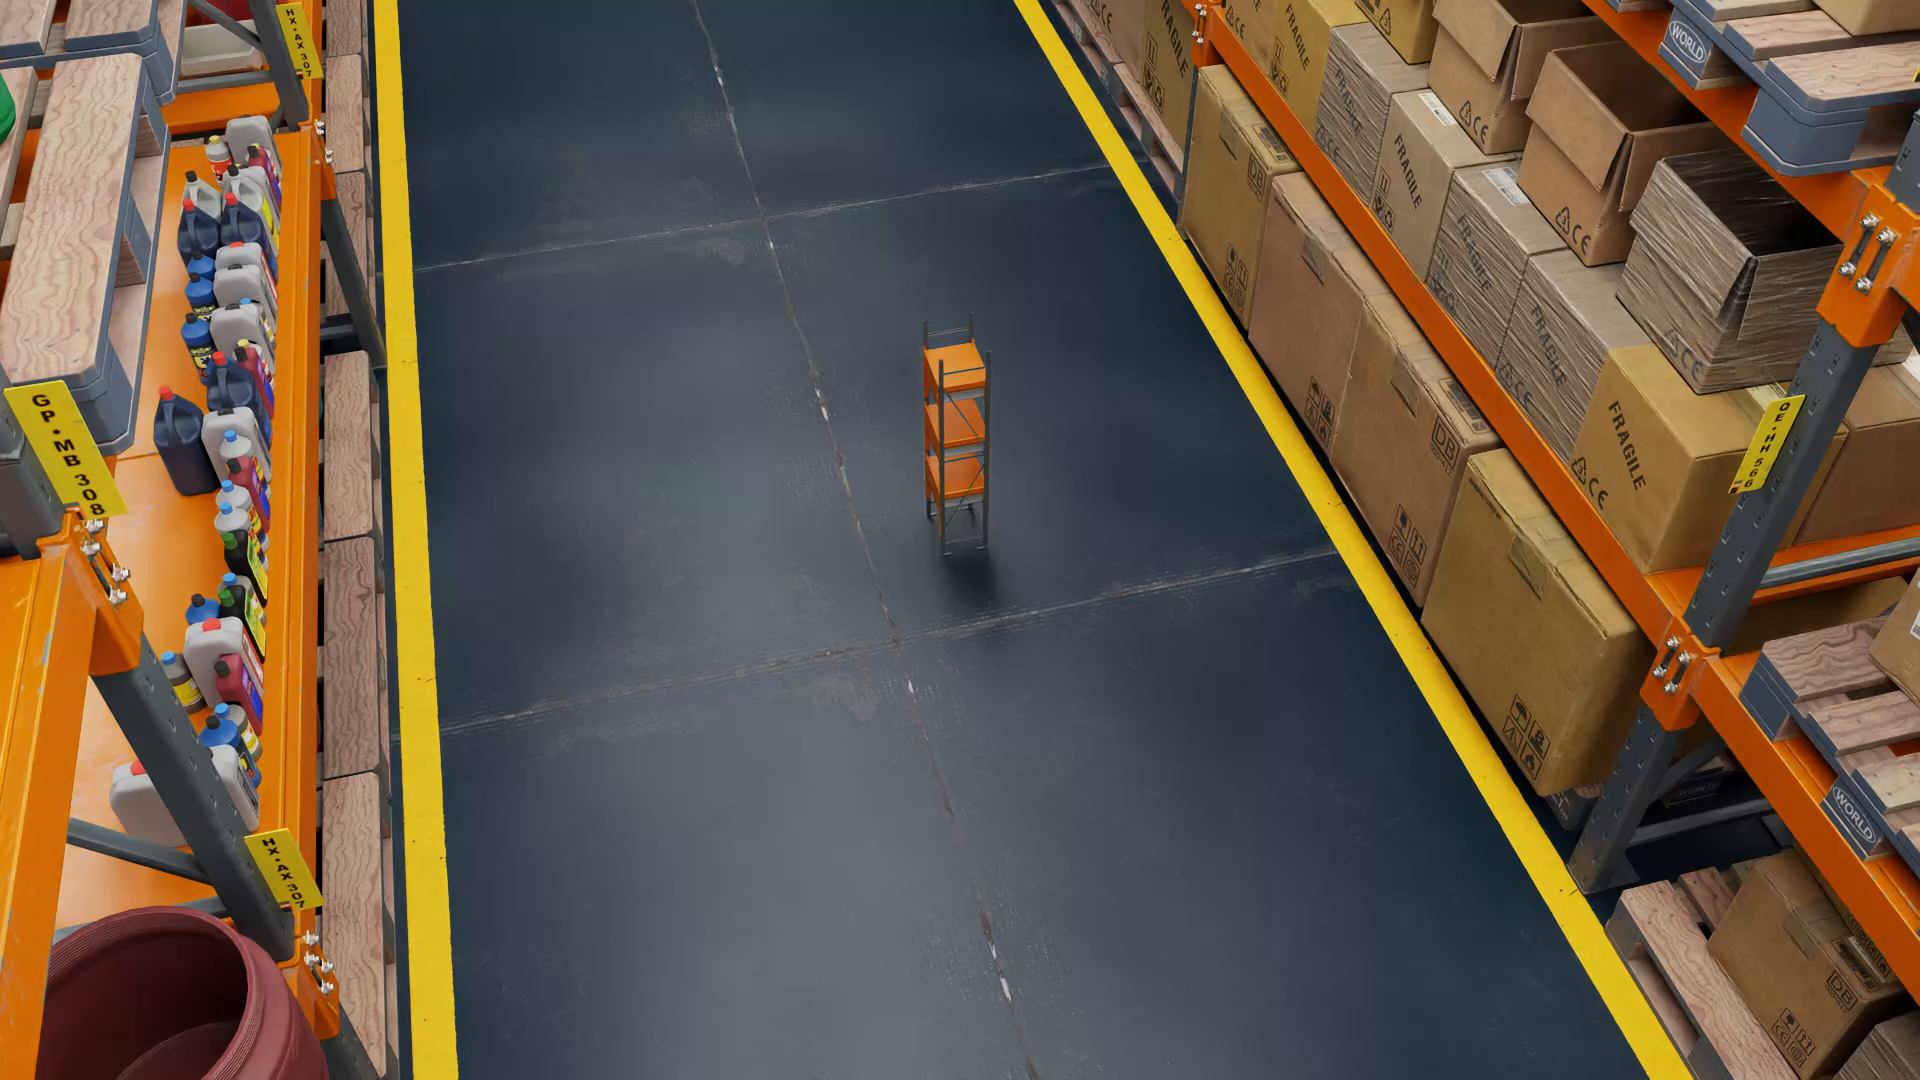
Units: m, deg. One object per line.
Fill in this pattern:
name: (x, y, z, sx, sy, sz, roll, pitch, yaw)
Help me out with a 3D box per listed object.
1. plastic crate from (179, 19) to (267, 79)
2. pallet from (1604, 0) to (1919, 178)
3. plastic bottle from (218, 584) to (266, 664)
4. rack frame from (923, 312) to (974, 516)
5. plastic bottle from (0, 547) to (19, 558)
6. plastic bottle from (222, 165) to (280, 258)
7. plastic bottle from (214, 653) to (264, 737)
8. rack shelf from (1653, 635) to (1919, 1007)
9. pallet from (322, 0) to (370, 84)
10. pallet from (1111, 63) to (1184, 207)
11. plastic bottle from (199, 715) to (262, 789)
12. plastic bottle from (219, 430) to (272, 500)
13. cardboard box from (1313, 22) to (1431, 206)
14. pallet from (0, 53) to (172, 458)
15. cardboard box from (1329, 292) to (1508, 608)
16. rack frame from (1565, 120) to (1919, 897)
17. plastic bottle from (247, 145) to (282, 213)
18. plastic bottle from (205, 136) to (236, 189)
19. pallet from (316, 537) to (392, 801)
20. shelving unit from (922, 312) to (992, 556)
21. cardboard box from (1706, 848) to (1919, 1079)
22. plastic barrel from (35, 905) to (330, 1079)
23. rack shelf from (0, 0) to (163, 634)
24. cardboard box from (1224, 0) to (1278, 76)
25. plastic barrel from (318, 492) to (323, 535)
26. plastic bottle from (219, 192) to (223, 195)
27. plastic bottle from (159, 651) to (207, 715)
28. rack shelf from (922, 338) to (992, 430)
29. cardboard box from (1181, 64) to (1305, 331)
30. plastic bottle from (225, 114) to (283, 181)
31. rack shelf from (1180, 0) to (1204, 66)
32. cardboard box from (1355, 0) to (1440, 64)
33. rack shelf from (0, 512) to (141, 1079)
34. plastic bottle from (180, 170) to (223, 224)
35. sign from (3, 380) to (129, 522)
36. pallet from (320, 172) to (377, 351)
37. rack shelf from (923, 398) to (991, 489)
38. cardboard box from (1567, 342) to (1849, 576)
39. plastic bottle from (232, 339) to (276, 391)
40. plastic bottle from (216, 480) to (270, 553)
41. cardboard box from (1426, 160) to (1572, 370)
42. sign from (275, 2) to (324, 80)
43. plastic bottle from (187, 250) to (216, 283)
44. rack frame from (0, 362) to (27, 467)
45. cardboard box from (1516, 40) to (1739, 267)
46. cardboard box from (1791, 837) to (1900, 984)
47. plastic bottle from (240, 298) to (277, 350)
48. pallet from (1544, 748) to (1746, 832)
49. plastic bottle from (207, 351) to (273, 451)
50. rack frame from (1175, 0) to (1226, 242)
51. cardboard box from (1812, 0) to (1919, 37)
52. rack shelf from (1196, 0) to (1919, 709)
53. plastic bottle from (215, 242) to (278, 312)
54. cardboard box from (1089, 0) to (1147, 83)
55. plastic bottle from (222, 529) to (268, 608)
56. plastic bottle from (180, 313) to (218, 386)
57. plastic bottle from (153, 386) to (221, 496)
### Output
plastic crate: (-3.158, -2.076, 7.078, 0.396, 0.136, 0.243, -11, 47, -10)
pallet: (2.418, -1.363, 4.268, 1.213, 0.211, 1.003, -9, 46, -8)
plastic bottle: (-2.060, 0.224, 4.762, 0.061, 0.283, 0.133, -11, 47, -10)
rack frame: (-0.045, -0.489, 6.745, 0.200, 1.050, 0.008, -11, 47, -10)
plastic bottle: (-2.962, -0.129, 5.061, 0.144, 0.351, 0.185, -11, 47, -10)
plastic bottle: (-2.626, -1.208, 6.119, 0.144, 0.351, 0.185, -11, 47, -10)
plastic bottle: (-1.992, 0.409, 4.581, 0.061, 0.283, 0.133, -11, 47, -10)
rack shelf: (3.146, 1.689, 3.749, 1.077, 0.370, 4.000, -11, 47, -10)
pallet: (-4.028, -3.009, 9.802, 1.003, 0.211, 1.213, -11, 47, -10)
pallet: (1.491, -2.269, 9.077, 1.003, 0.211, 1.213, -11, 47, -10)
plastic bottle: (-1.955, 0.564, 4.438, 0.097, 0.271, 0.097, 0, 46, 0)
plastic bottle: (-2.251, -0.234, 5.220, 0.097, 0.271, 0.097, 0, 46, 0)
cardboard box: (1.744, -1.685, 6.482, 0.500, 0.500, 0.500, -12, 47, -11)
pallet: (-2.255, -0.568, 3.489, 1.003, 0.211, 1.213, -11, 47, -10)
cardboard box: (2.257, -0.444, 6.530, 1.225, 0.875, 0.875, -11, 47, -10)
rack frame: (2.634, 0.056, 4.846, 1.000, 3.000, 0.127, -11, 47, -10)
plastic bottle: (-2.661, -1.395, 6.349, 0.061, 0.283, 0.133, -11, 47, -10)
plastic bottle: (-2.880, -1.482, 6.492, 0.097, 0.201, 0.097, 0, 46, 0)
pallet: (-2.704, 0.560, 6.304, 1.003, 0.211, 1.213, -11, 47, -10)
shelving unit: (-0.014, -0.404, 6.662, 0.215, 1.050, 0.252, -11, 47, -10)
cardboard box: (2.825, 1.236, 5.132, 0.700, 0.500, 0.500, -13, 47, -12)
plastic barrel: (-1.742, 1.179, 3.650, 0.600, 0.536, 0.708, -11, 47, -10)
rack shelf: (-2.665, -1.217, 4.497, 1.077, 0.370, 4.000, -11, 47, -10)
cardboard box: (1.487, -2.377, 7.160, 0.500, 0.500, 0.500, -11, 47, -10)
plastic barrel: (-2.873, -0.345, 6.414, 0.600, 0.901, 0.708, -11, 47, -10)
plastic bottle: (-2.786, -1.230, 6.245, 0.097, 0.201, 0.097, 0, 46, 0)
plastic bottle: (-2.186, 0.390, 4.658, 0.097, 0.201, 0.097, 0, 46, 0)
rack shelf: (-0.014, -0.596, 6.467, 0.215, 0.259, 0.240, -11, 47, -10)
cardboard box: (1.794, -1.671, 7.731, 1.225, 0.875, 0.875, -11, 47, -10)
plastic bottle: (-2.764, -1.544, 6.500, 0.152, 0.276, 0.135, -11, 47, -10)
rack shelf: (1.098, -3.835, 9.162, 1.077, 0.370, 4.000, -11, 47, -10)
cardboard box: (1.946, -2.176, 6.261, 0.797, 0.503, 0.637, -10, 46, -10)
rack shelf: (-1.641, 1.544, 1.791, 1.077, 0.370, 4.000, -11, 47, -10)
plastic bottle: (-2.765, -1.182, 6.093, 0.144, 0.351, 0.185, -11, 47, -10)
sign: (-1.623, -0.157, 3.028, 0.100, 0.325, 0.005, -11, 47, -10)
pallet: (-3.403, -1.325, 8.151, 1.003, 0.211, 1.213, -11, 47, -10)
rack shelf: (-0.014, -0.397, 6.670, 0.215, 0.259, 0.240, -11, 47, -10)
cardboard box: (2.269, -0.274, 5.099, 0.500, 0.500, 0.500, -9, 46, -9)
plastic bottle: (-2.391, -0.589, 5.617, 0.097, 0.201, 0.097, 0, 46, 0)
plastic bottle: (-2.192, -0.074, 5.063, 0.097, 0.271, 0.097, 0, 46, 0)
cardboard box: (2.011, -0.978, 5.789, 0.500, 0.500, 0.500, -12, 47, -12)
sign: (-2.645, -1.996, 6.663, 0.100, 0.325, 0.005, -11, 47, -10)
plastic bottle: (-2.657, -0.906, 5.878, 0.097, 0.271, 0.097, 0, 46, 0)
rack frame: (-2.153, -1.138, 1.816, 1.000, 3.000, 0.127, -11, 47, -10)
cardboard box: (2.299, -1.288, 5.391, 0.797, 0.503, 0.637, -10, 46, -9)
cardboard box: (2.835, 0.972, 4.865, 0.500, 0.250, 0.500, -9, 46, -9)
plastic bottle: (-2.451, -0.749, 5.774, 0.097, 0.201, 0.097, 0, 46, 0)
pallet: (2.505, 0.474, 6.388, 1.003, 0.211, 1.213, -11, 47, -10)
plastic bottle: (-2.344, -0.447, 5.374, 0.144, 0.351, 0.185, -11, 47, -10)
rack frame: (1.610, -2.706, 7.552, 1.000, 3.000, 0.127, -11, 47, -10)
cardboard box: (2.409, -1.585, 3.987, 0.797, 0.503, 0.637, -8, 46, -8)
rack shelf: (2.122, -1.073, 6.456, 1.077, 0.370, 4.000, -11, 47, -10)
plastic bottle: (-2.541, -0.943, 5.912, 0.152, 0.276, 0.135, -11, 47, -10)
cardboard box: (1.288, -3.201, 9.231, 0.875, 0.875, 0.875, -11, 47, -10)
plastic bottle: (-2.119, 0.065, 4.919, 0.061, 0.283, 0.133, -11, 47, -10)
plastic bottle: (-2.563, -0.653, 5.630, 0.097, 0.271, 0.097, 0, 46, 0)
plastic bottle: (-2.456, -0.327, 5.255, 0.144, 0.351, 0.185, -11, 47, -10)
